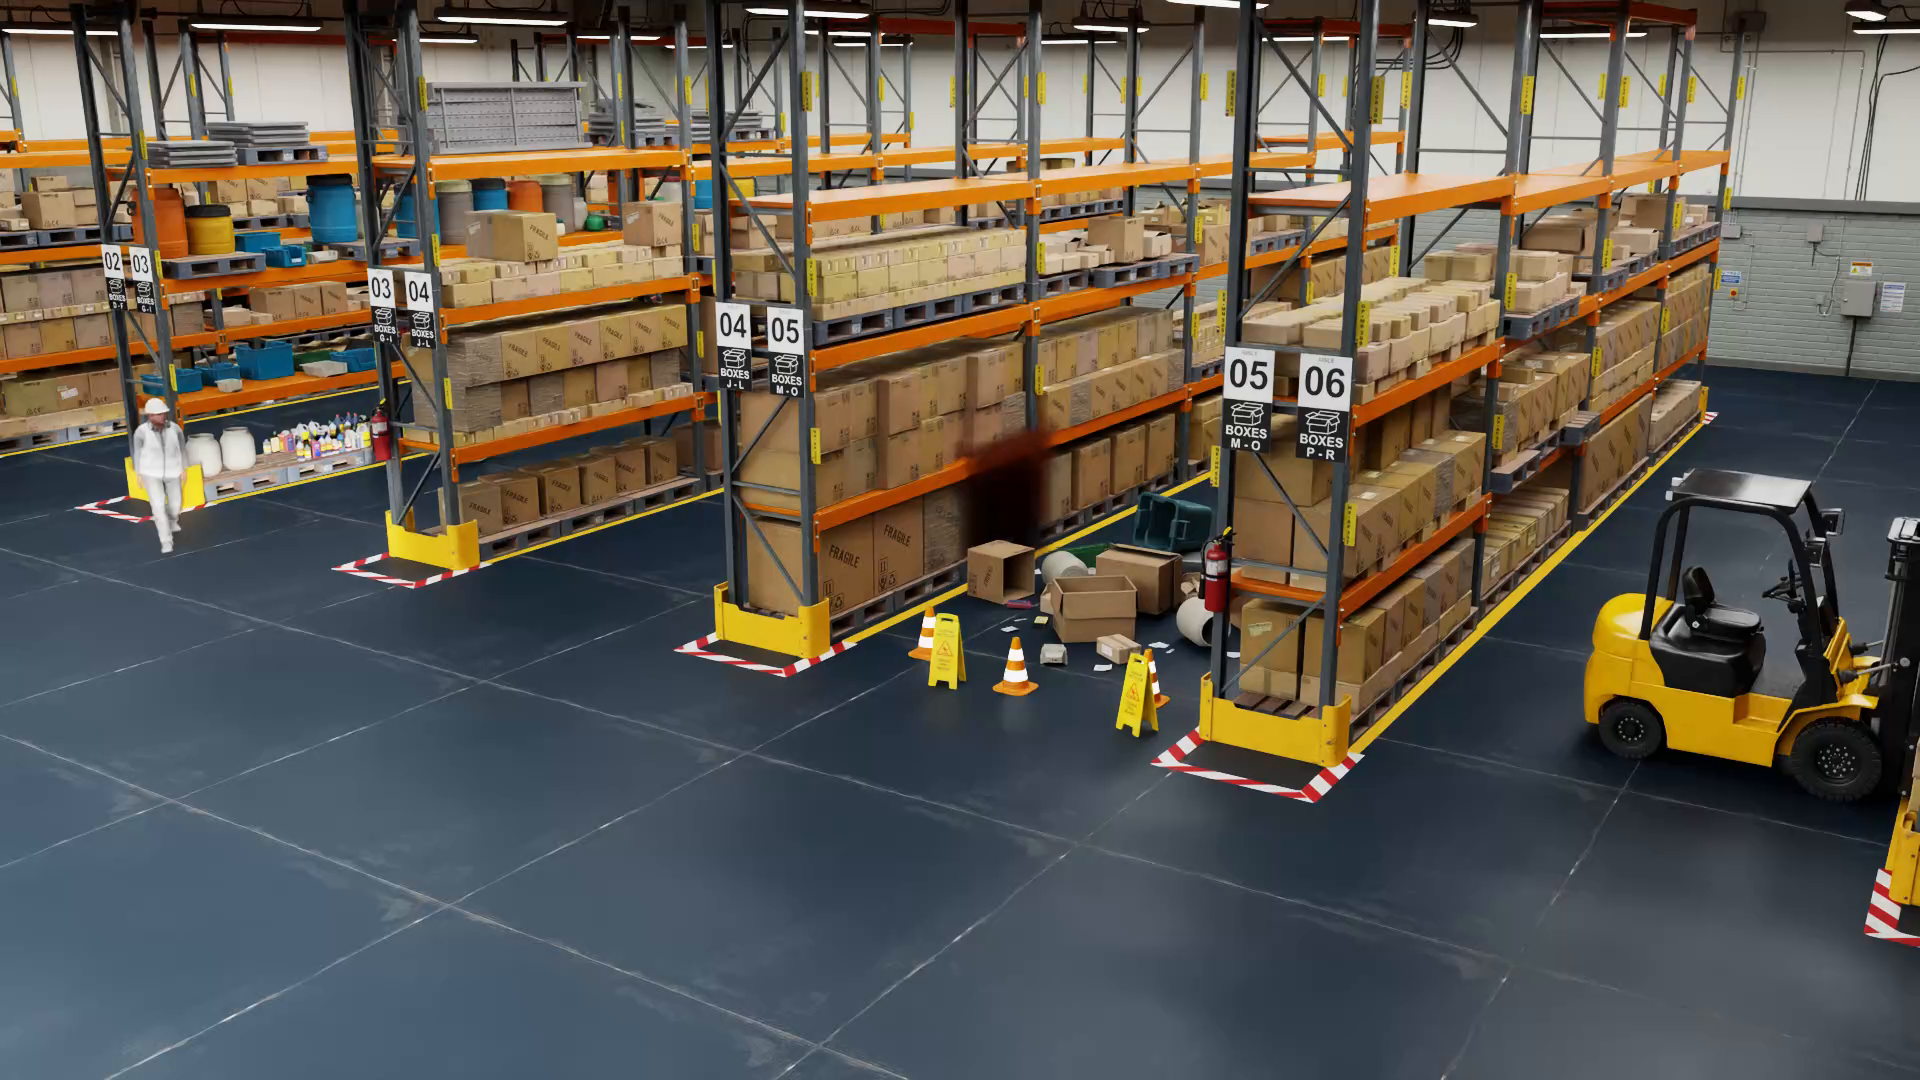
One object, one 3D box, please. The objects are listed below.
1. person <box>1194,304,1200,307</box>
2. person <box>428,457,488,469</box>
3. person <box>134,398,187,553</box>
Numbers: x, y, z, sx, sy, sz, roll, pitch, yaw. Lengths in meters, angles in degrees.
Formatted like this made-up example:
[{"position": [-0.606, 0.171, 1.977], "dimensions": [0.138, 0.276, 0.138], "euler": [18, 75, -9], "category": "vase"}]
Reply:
[{"position": [3.833, -3.044, 27.209], "dimensions": [0.421, 1.586, 0.471], "euler": [-9, 18, -28], "category": "person"}, {"position": [-6.835, -1.817, 22.625], "dimensions": [0.497, 1.628, 0.941], "euler": [6, 17, 21], "category": "person"}, {"position": [-9.027, -0.778, 18.808], "dimensions": [0.552, 1.723, 1.052], "euler": [-10, 19, -33], "category": "person"}]
